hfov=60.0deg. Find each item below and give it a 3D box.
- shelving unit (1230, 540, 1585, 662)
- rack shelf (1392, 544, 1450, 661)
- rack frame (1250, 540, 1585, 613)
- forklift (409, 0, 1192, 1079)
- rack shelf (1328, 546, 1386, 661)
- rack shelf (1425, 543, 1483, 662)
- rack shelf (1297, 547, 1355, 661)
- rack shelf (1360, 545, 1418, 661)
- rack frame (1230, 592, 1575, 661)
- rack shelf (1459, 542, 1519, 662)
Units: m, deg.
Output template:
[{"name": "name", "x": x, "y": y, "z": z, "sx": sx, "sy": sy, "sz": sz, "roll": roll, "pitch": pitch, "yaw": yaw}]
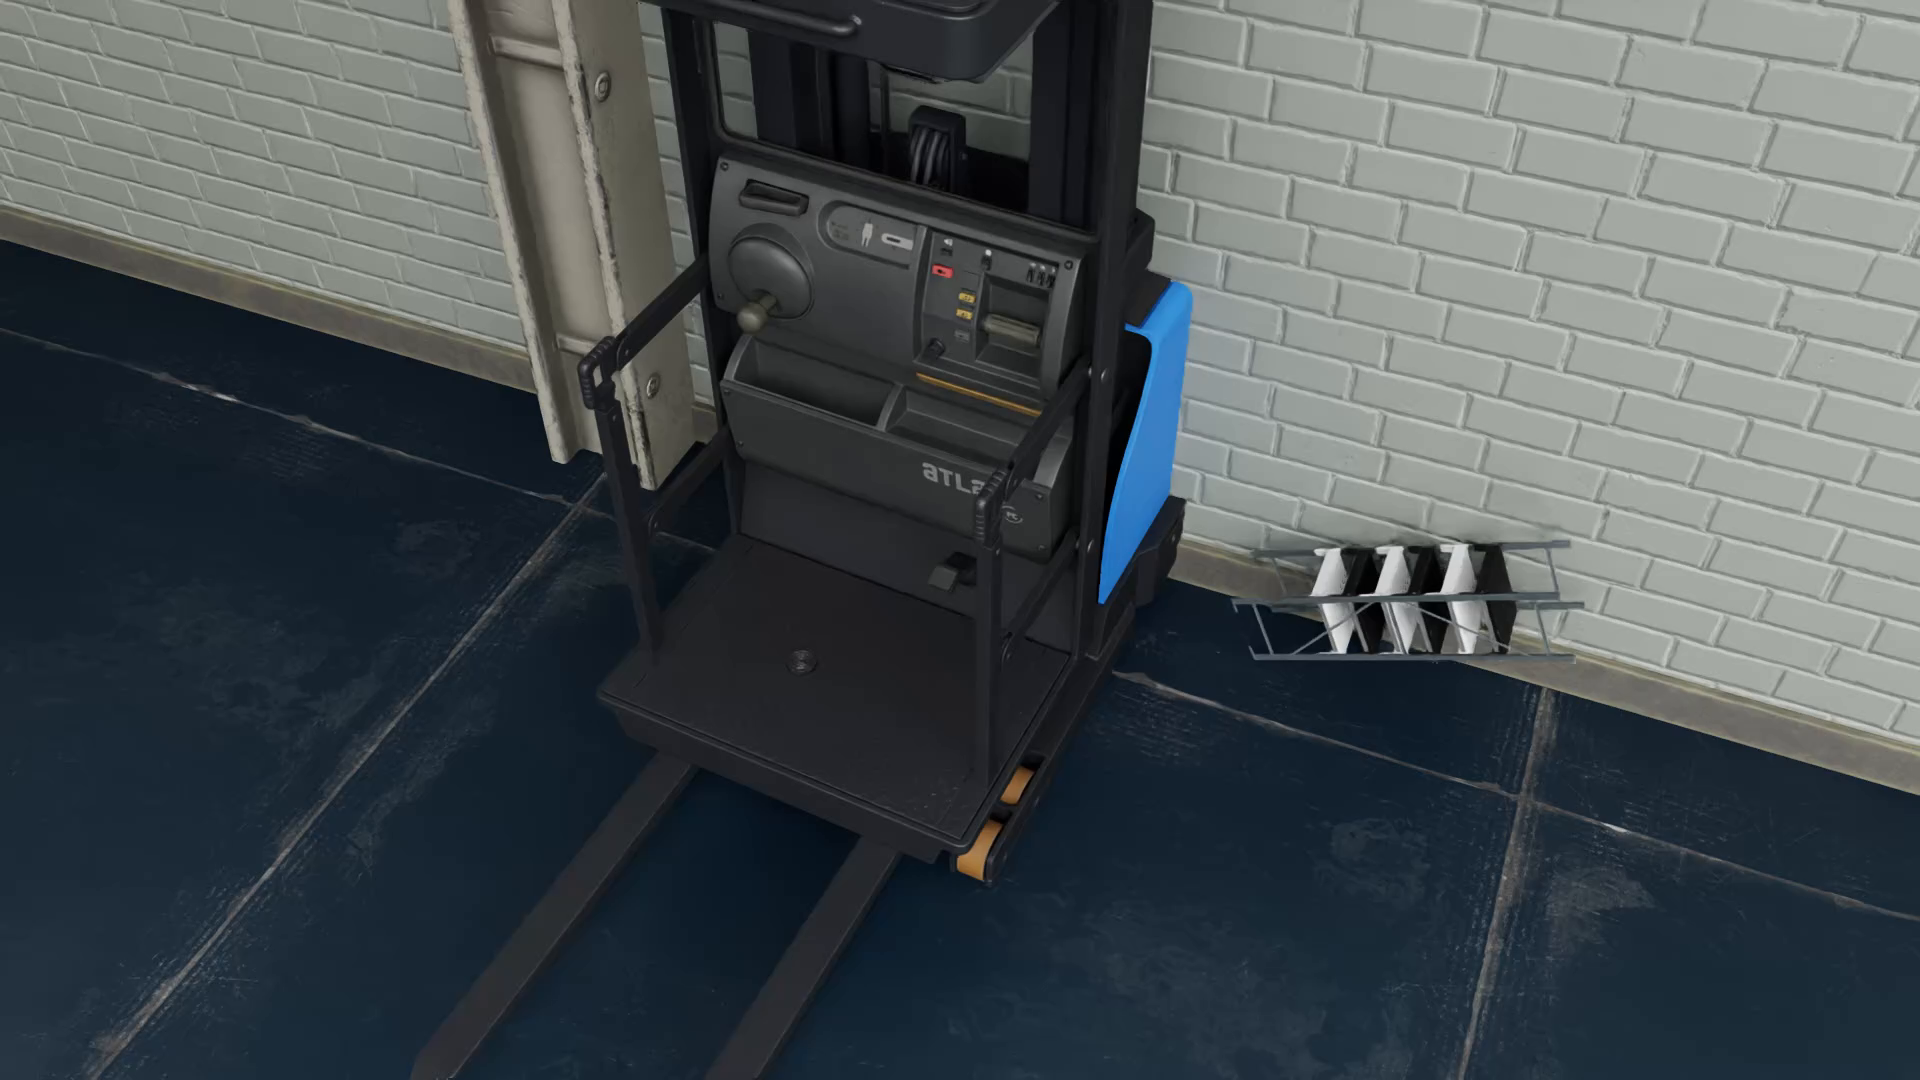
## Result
[{"name": "shelving unit", "x": 1.235, "y": 0.176, "z": 4.627, "sx": 0.900, "sy": 0.258, "sz": 0.210, "roll": -2, "pitch": 39, "yaw": 32}, {"name": "rack shelf", "x": 1.283, "y": 0.174, "z": 4.597, "sx": 0.077, "sy": 0.258, "sz": 0.200, "roll": -2, "pitch": 39, "yaw": 32}, {"name": "rack frame", "x": 1.274, "y": 0.110, "z": 4.694, "sx": 0.900, "sy": 0.240, "sz": 0.006, "roll": -2, "pitch": 39, "yaw": 32}, {"name": "forklift", "x": -0.261, "y": -0.513, "z": 3.687, "sx": 1.130, "sy": 2.935, "sz": 3.031, "roll": 19, "pitch": 48, "yaw": 18}, {"name": "rack shelf", "x": 1.131, "y": 0.180, "z": 4.693, "sx": 0.077, "sy": 0.258, "sz": 0.200, "roll": -2, "pitch": 39, "yaw": 32}, {"name": "rack shelf", "x": 1.359, "y": 0.171, "z": 4.549, "sx": 0.077, "sy": 0.258, "sz": 0.200, "roll": -2, "pitch": 39, "yaw": 32}, {"name": "rack shelf", "x": 1.055, "y": 0.183, "z": 4.741, "sx": 0.077, "sy": 0.258, "sz": 0.200, "roll": -2, "pitch": 39, "yaw": 32}, {"name": "rack shelf", "x": 1.207, "y": 0.177, "z": 4.645, "sx": 0.077, "sy": 0.258, "sz": 0.200, "roll": -2, "pitch": 39, "yaw": 32}, {"name": "rack frame", "x": 1.196, "y": 0.242, "z": 4.561, "sx": 0.900, "sy": 0.240, "sz": 0.006, "roll": -2, "pitch": 39, "yaw": 32}, {"name": "rack shelf", "x": 1.435, "y": 0.167, "z": 4.501, "sx": 0.077, "sy": 0.258, "sz": 0.200, "roll": -2, "pitch": 39, "yaw": 32}]
